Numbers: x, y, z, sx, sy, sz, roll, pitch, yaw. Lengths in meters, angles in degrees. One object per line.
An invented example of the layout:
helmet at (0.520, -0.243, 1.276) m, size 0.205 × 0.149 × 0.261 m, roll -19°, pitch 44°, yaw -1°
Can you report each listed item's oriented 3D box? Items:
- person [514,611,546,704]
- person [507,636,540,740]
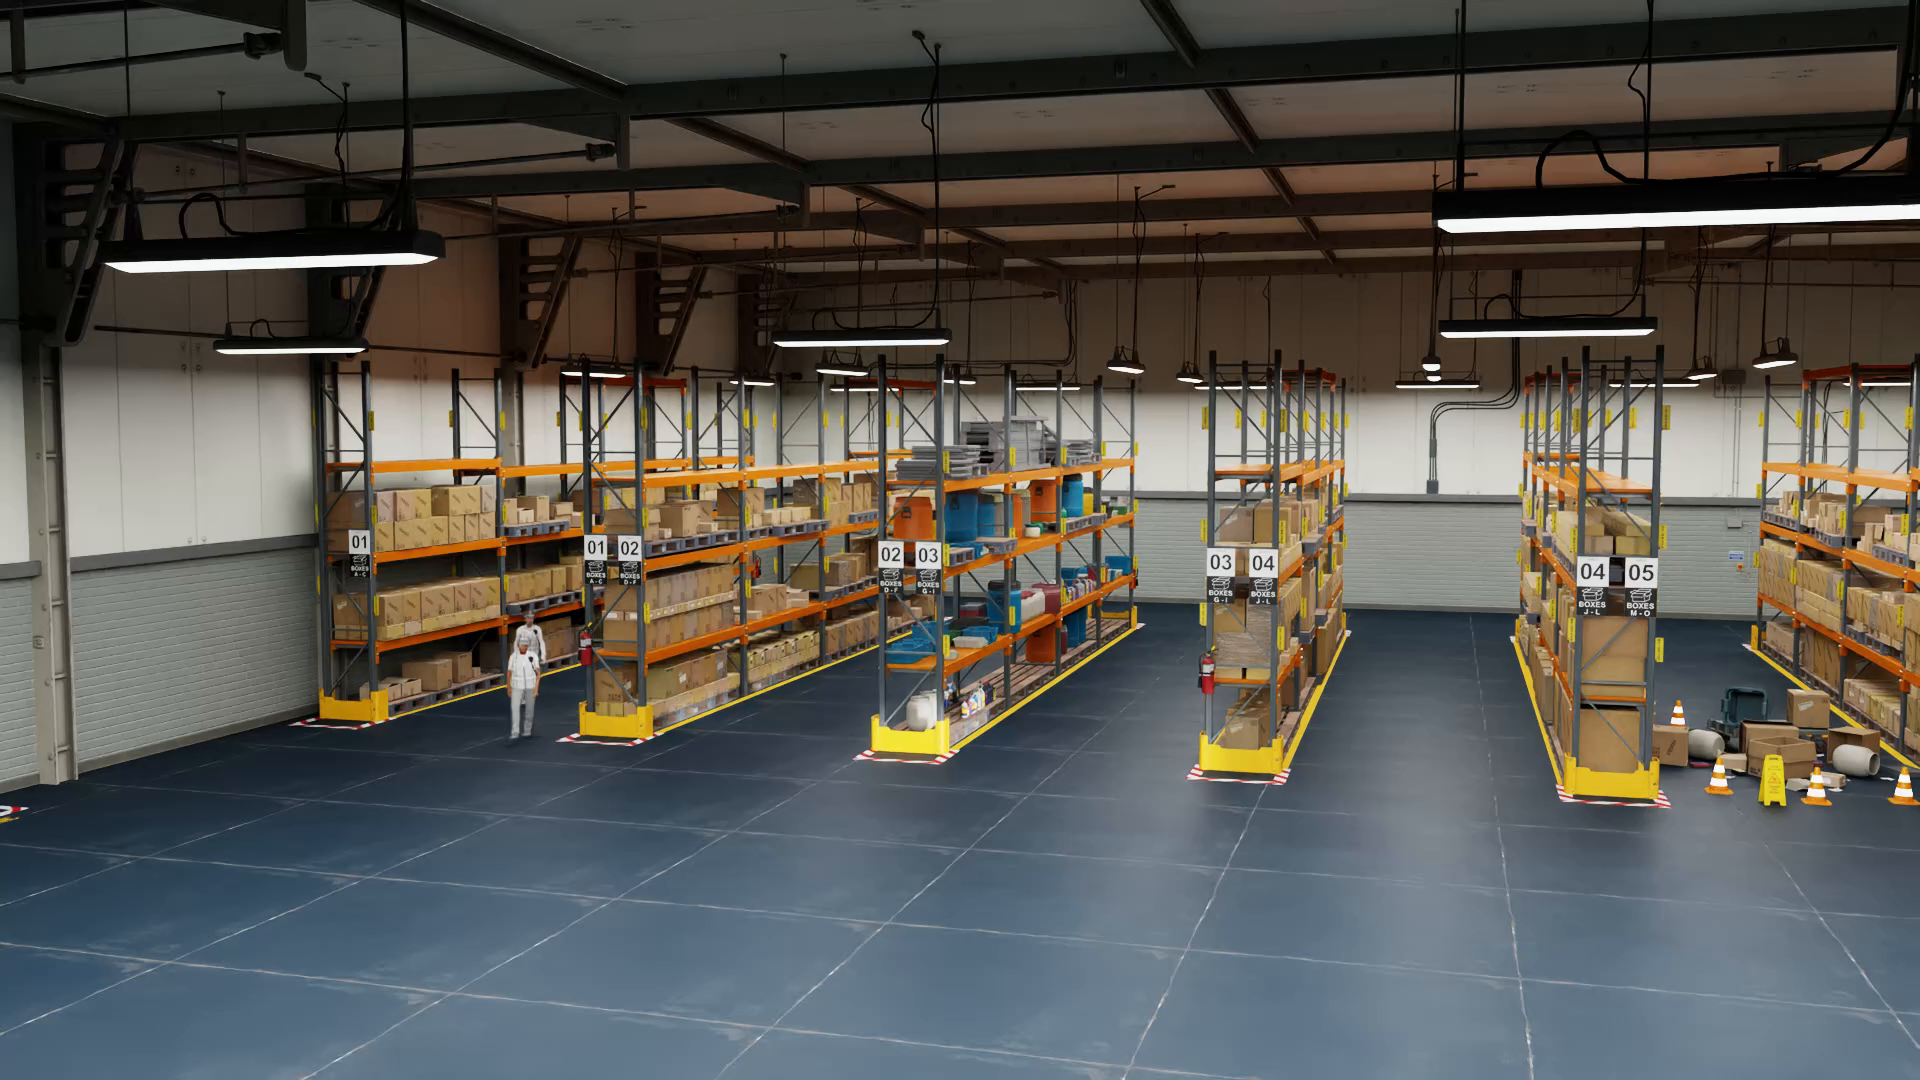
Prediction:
person at (-7.650, 2.051, 29.569) m, size 0.555 × 1.604 × 1.052 m, roll -1°, pitch 4°, yaw -13°
person at (-6.833, 2.318, 26.017) m, size 0.537 × 1.611 × 0.973 m, roll -2°, pitch 4°, yaw -21°
